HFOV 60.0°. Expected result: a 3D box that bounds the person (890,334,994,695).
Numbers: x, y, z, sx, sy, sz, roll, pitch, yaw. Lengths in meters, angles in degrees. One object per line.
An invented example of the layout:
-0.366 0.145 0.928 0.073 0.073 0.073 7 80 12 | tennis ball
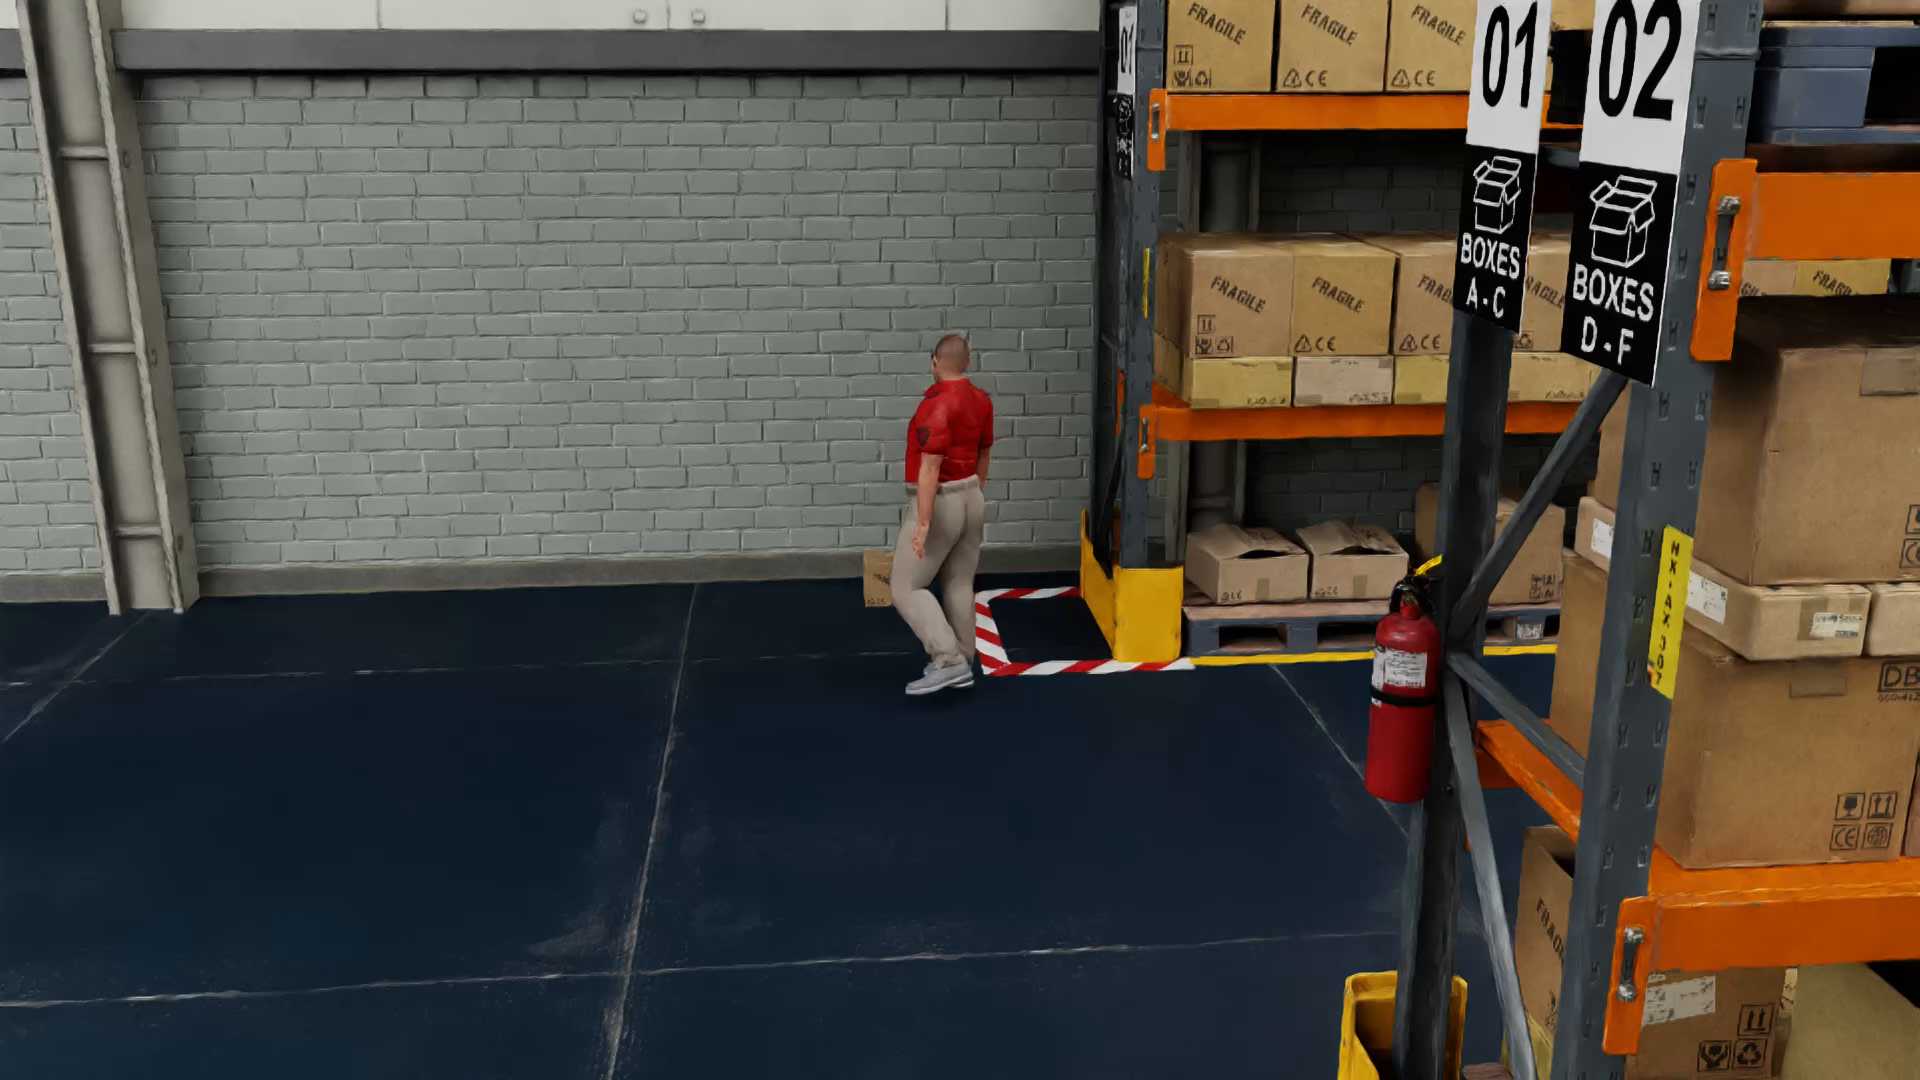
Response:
-0.064 -0.108 7.916 0.467 1.725 0.659 12 20 35 | person
